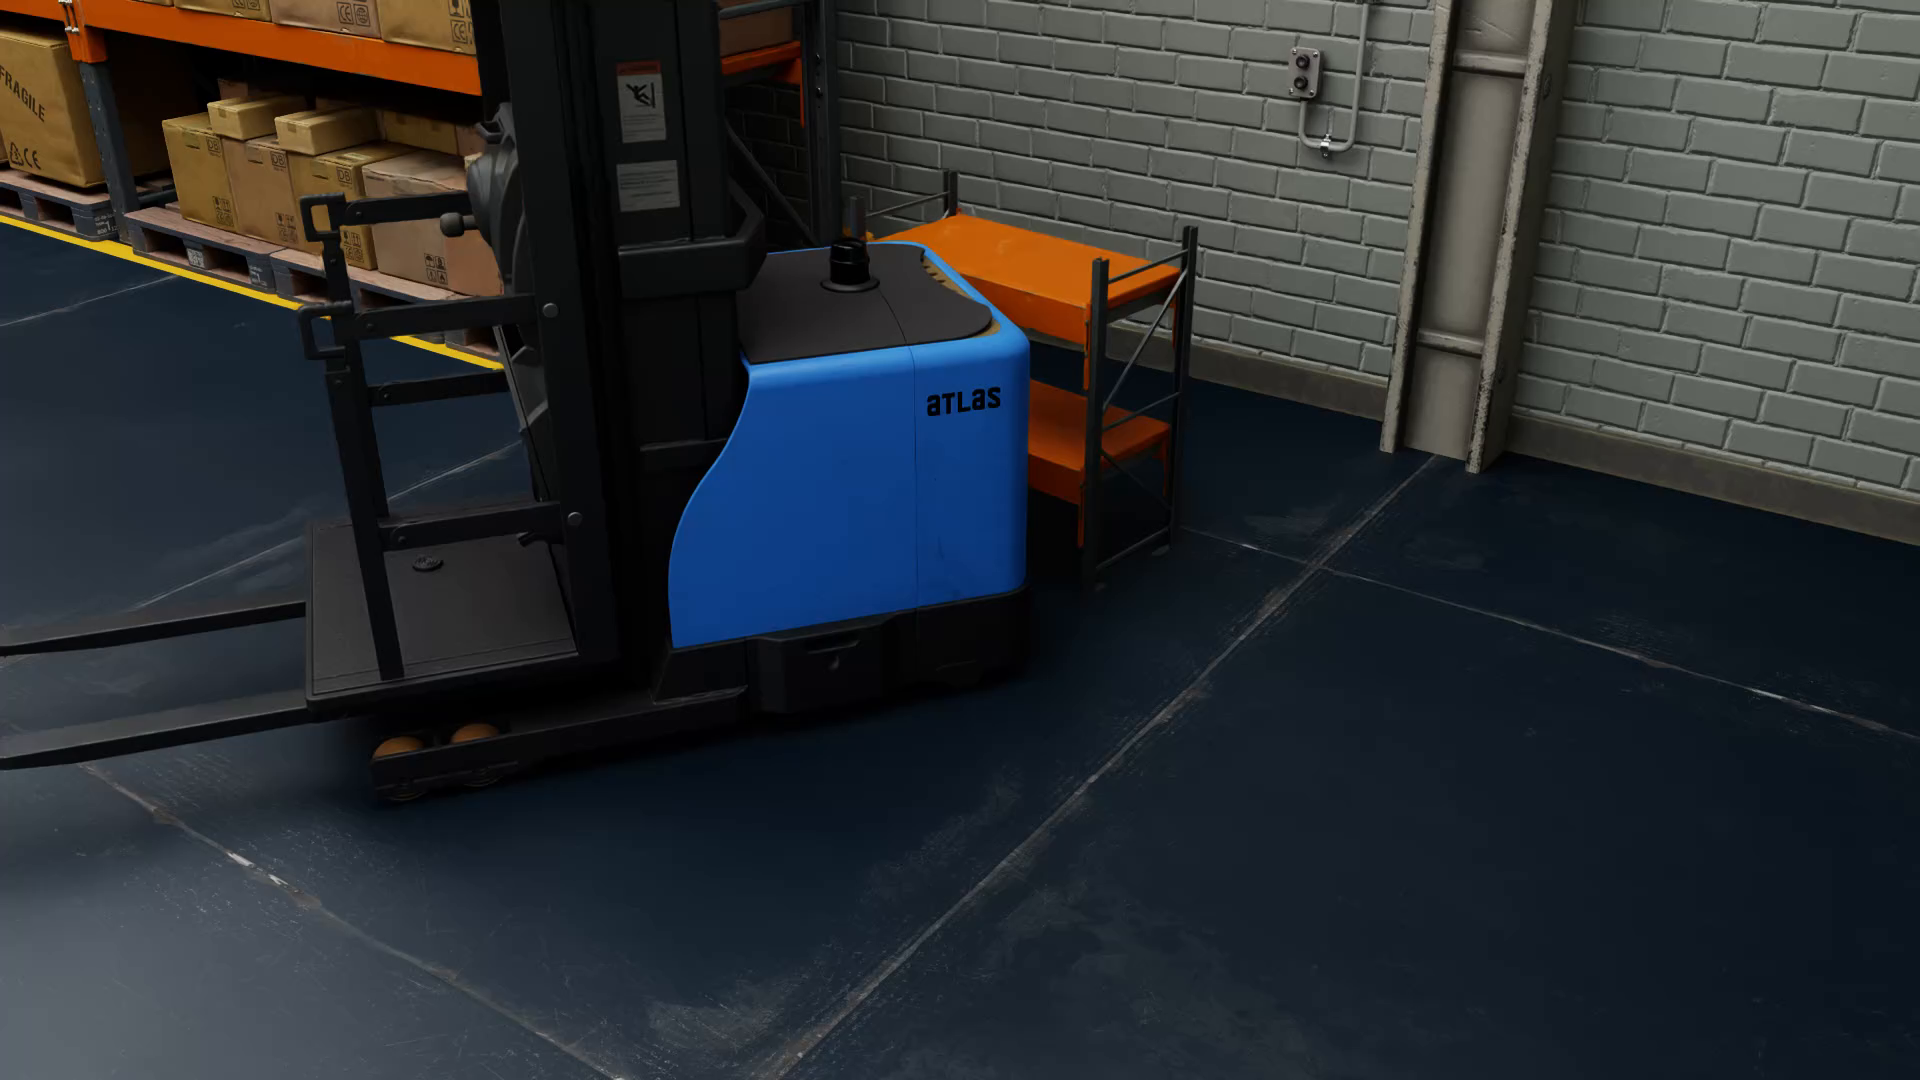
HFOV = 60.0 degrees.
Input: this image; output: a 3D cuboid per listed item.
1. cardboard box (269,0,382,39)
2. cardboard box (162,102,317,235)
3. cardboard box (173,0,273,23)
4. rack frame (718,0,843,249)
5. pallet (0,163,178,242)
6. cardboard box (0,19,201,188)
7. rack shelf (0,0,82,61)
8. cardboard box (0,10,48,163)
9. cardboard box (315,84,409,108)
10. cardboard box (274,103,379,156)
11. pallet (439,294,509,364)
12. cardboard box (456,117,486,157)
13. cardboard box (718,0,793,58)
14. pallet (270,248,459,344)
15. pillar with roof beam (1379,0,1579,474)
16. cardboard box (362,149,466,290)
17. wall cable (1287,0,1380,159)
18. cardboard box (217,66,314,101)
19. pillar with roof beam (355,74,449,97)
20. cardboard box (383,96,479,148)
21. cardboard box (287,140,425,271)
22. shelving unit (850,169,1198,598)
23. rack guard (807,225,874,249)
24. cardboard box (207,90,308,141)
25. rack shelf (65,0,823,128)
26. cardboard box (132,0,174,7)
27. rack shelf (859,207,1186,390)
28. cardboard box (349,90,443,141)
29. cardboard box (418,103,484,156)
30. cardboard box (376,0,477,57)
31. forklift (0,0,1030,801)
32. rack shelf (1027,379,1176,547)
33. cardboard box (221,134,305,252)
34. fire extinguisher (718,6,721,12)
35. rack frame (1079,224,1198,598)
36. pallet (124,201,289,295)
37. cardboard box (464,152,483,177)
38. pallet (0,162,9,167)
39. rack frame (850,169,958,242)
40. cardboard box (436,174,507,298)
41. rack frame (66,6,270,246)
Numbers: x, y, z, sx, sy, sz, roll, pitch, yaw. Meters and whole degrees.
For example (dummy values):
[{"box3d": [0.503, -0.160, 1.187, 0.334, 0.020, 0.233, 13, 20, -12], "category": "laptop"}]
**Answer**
[{"box3d": [-2.498, -2.705, 7.427, 0.700, 0.700, 0.980, 16, 31, 28], "category": "cardboard box"}, {"box3d": [-3.582, -1.932, 8.533, 0.500, 0.500, 0.700, 18, 32, 31], "category": "cardboard box"}, {"box3d": [-3.104, -2.888, 7.787, 0.700, 0.700, 0.980, 16, 31, 29], "category": "cardboard box"}, {"box3d": [-0.843, -2.062, 6.495, 0.127, 3.000, 1.000, 17, 32, 30], "category": "rack frame"}, {"box3d": [-4.819, -2.017, 9.480, 1.213, 0.211, 1.003, 17, 32, 30], "category": "pallet"}, {"box3d": [-4.750, -2.437, 9.138, 0.750, 0.750, 0.750, 18, 32, 31], "category": "cardboard box"}, {"box3d": [-5.789, -3.282, 9.686, 4.000, 0.370, 1.077, 17, 32, 30], "category": "rack shelf"}, {"box3d": [-5.484, -2.664, 9.585, 0.750, 0.750, 0.750, 18, 32, 32], "category": "cardboard box"}, {"box3d": [-2.936, -2.131, 8.208, 0.250, 0.149, 0.380, 16, 31, 29], "category": "cardboard box"}, {"box3d": [-2.973, -1.931, 7.815, 0.250, 0.149, 0.380, 16, 31, 29], "category": "cardboard box"}, {"box3d": [-1.547, -0.996, 7.474, 1.213, 0.211, 1.003, 17, 32, 30], "category": "pallet"}, {"box3d": [-2.095, -1.869, 7.693, 0.250, 0.149, 0.380, 18, 32, 31], "category": "cardboard box"}, {"box3d": [-1.269, -2.323, 6.677, 0.700, 0.700, 0.980, 19, 33, 33], "category": "cardboard box"}, {"box3d": [-2.548, -1.309, 8.090, 1.213, 0.211, 1.003, 17, 32, 30], "category": "pallet"}, {"box3d": [-0.565, -2.757, 1.245, 0.400, 9.000, 9.100, 17, 32, 30], "category": "pillar with roof beam"}, {"box3d": [-2.304, -1.535, 7.752, 0.500, 0.500, 0.700, 16, 31, 29], "category": "cardboard box"}, {"box3d": [0.748, -2.540, 6.313, 1.851, 1.984, 0.084, 17, 32, 30], "category": "wall cable"}, {"box3d": [-3.589, -2.333, 8.604, 0.250, 0.149, 0.380, 17, 32, 30], "category": "cardboard box"}, {"box3d": [-5.511, -4.297, 4.272, 0.400, 9.000, 9.100, 17, 32, 30], "category": "pillar with roof beam"}, {"box3d": [-2.515, -2.000, 7.950, 0.250, 0.149, 0.380, 17, 31, 29], "category": "cardboard box"}, {"box3d": [-2.748, -1.669, 8.016, 0.500, 0.500, 0.700, 18, 32, 31], "category": "cardboard box"}, {"box3d": [0.190, -0.555, 5.600, 1.048, 1.125, 0.538, 22, 34, 37], "category": "shelving unit"}, {"box3d": [-0.823, -0.942, 7.050, 0.348, 0.500, 1.175, 17, 32, 30], "category": "rack guard"}, {"box3d": [-3.403, -2.065, 8.079, 0.250, 0.149, 0.380, 19, 32, 32], "category": "cardboard box"}, {"box3d": [-2.492, -2.255, 7.667, 4.000, 0.370, 1.077, 17, 32, 30], "category": "rack shelf"}, {"box3d": [-3.702, -3.078, 8.160, 0.700, 0.700, 0.980, 18, 32, 31], "category": "cardboard box"}, {"box3d": [0.190, -0.816, 5.468, 1.000, 0.278, 0.538, 22, 34, 37], "category": "rack shelf"}, {"box3d": [-2.728, -2.066, 8.079, 0.250, 0.149, 0.380, 18, 32, 31], "category": "cardboard box"}, {"box3d": [-2.307, -1.934, 7.822, 0.250, 0.149, 0.380, 18, 32, 31], "category": "cardboard box"}, {"box3d": [-1.875, -2.506, 7.036, 0.700, 0.700, 0.980, 17, 32, 30], "category": "cardboard box"}, {"box3d": [-1.369, -0.887, 4.260, 3.031, 2.935, 1.130, -9, 28, -17], "category": "forklift"}, {"box3d": [0.190, -0.337, 5.711, 1.000, 0.278, 0.538, 22, 34, 37], "category": "rack shelf"}, {"box3d": [-3.170, -1.802, 8.277, 0.500, 0.500, 0.700, 17, 32, 30], "category": "cardboard box"}, {"box3d": [-0.980, -1.650, 6.182, 0.183, 0.674, 0.296, 17, 32, 30], "category": "fire extinguisher"}, {"box3d": [0.567, -0.401, 5.297, 0.032, 1.125, 0.500, 22, 34, 37], "category": "rack frame"}, {"box3d": [-3.558, -1.622, 8.705, 1.213, 0.211, 1.003, 17, 32, 30], "category": "pallet"}, {"box3d": [-1.897, -1.597, 7.159, 0.250, 0.149, 0.380, 18, 32, 32], "category": "cardboard box"}, {"box3d": [-5.829, -2.330, 10.095, 1.213, 0.211, 1.003, 17, 32, 30], "category": "pallet"}, {"box3d": [-0.187, -0.710, 5.904, 0.032, 1.125, 0.500, 22, 34, 37], "category": "rack frame"}, {"box3d": [-1.889, -1.406, 7.499, 0.500, 0.500, 0.700, 17, 32, 30], "category": "cardboard box"}, {"box3d": [-4.140, -3.089, 8.513, 0.127, 3.000, 1.000, 17, 32, 30], "category": "rack frame"}]
